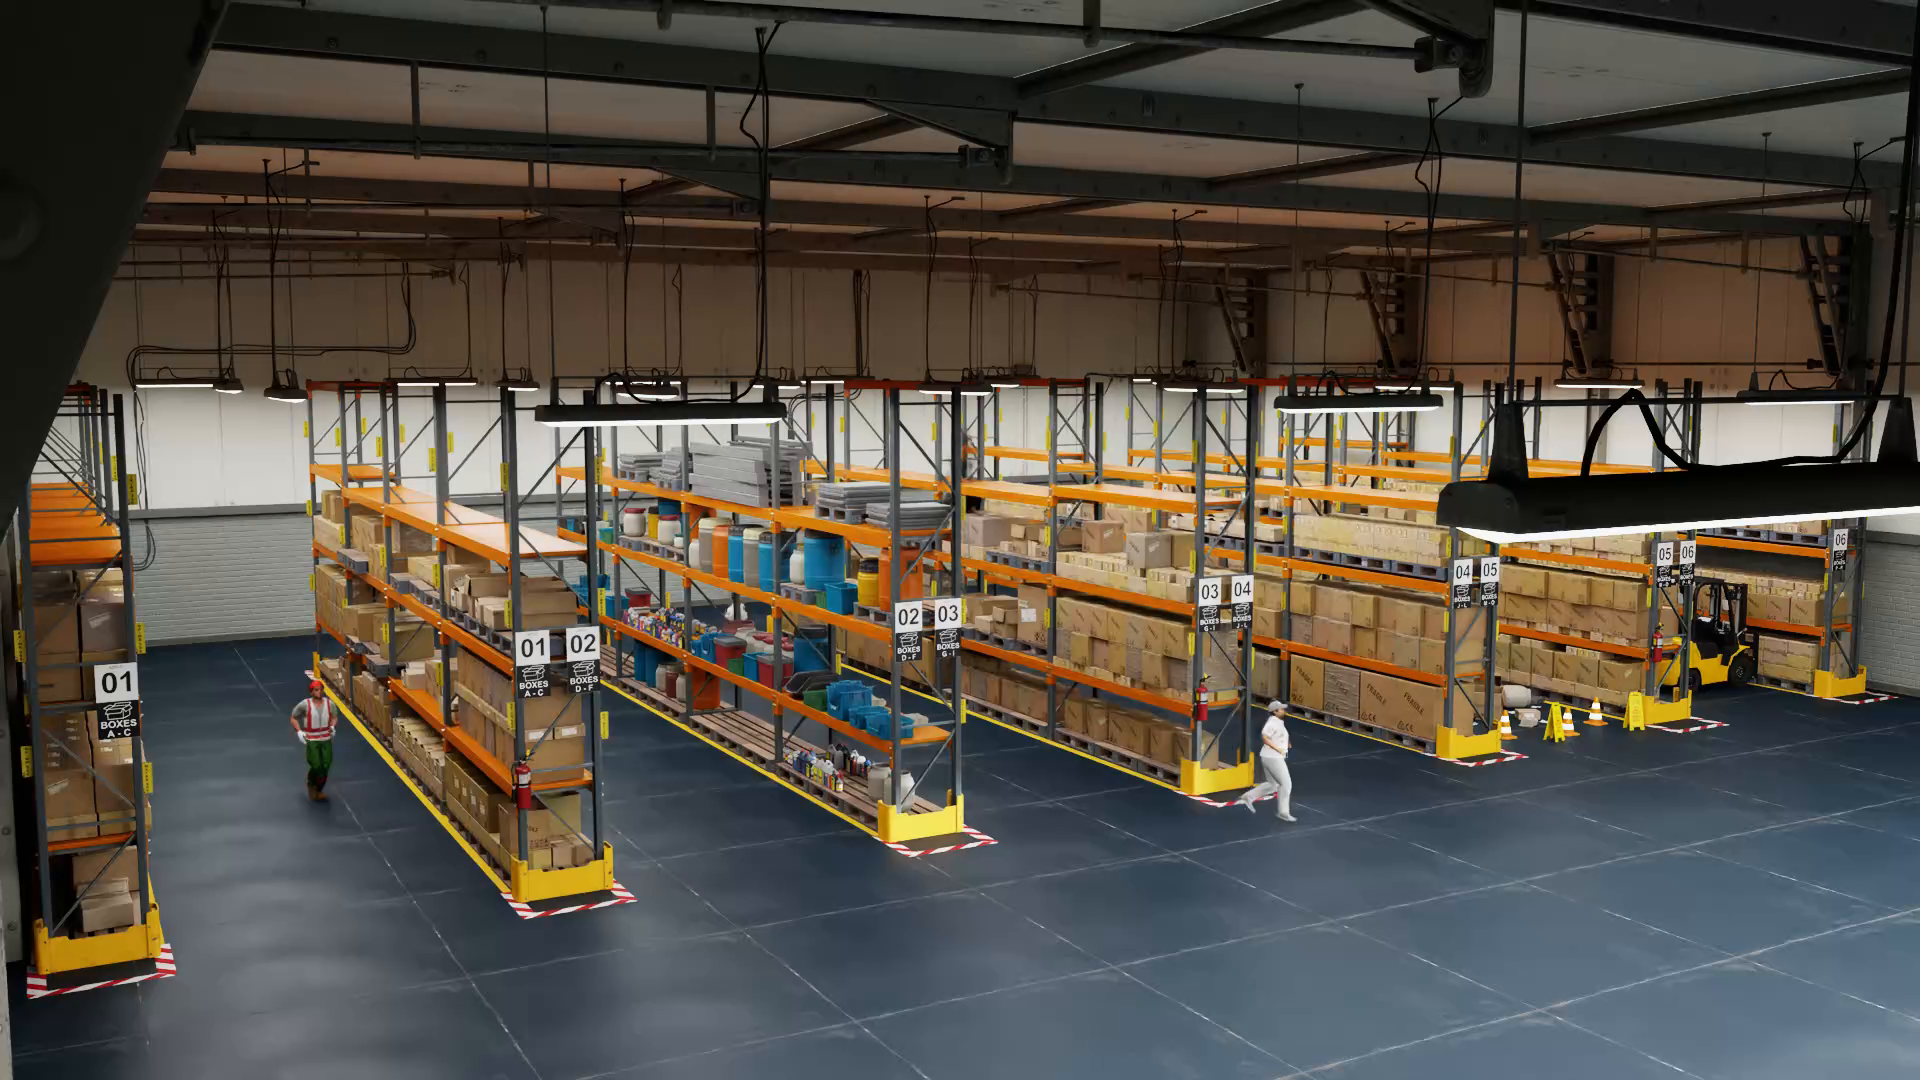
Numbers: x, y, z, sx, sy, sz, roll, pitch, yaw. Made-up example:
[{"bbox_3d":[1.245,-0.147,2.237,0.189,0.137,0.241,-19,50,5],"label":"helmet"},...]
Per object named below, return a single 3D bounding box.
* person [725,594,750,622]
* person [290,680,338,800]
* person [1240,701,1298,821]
[{"bbox_3d":[-4.530,1.884,33.890,0.579,1.712,0.924,-5,8,-38],"label":"person"},{"bbox_3d":[-9.271,2.902,24.032,0.639,1.756,0.529,-5,8,-38],"label":"person"},{"bbox_3d":[4.340,3.074,23.282,0.800,1.660,0.647,1,6,11],"label":"person"}]
